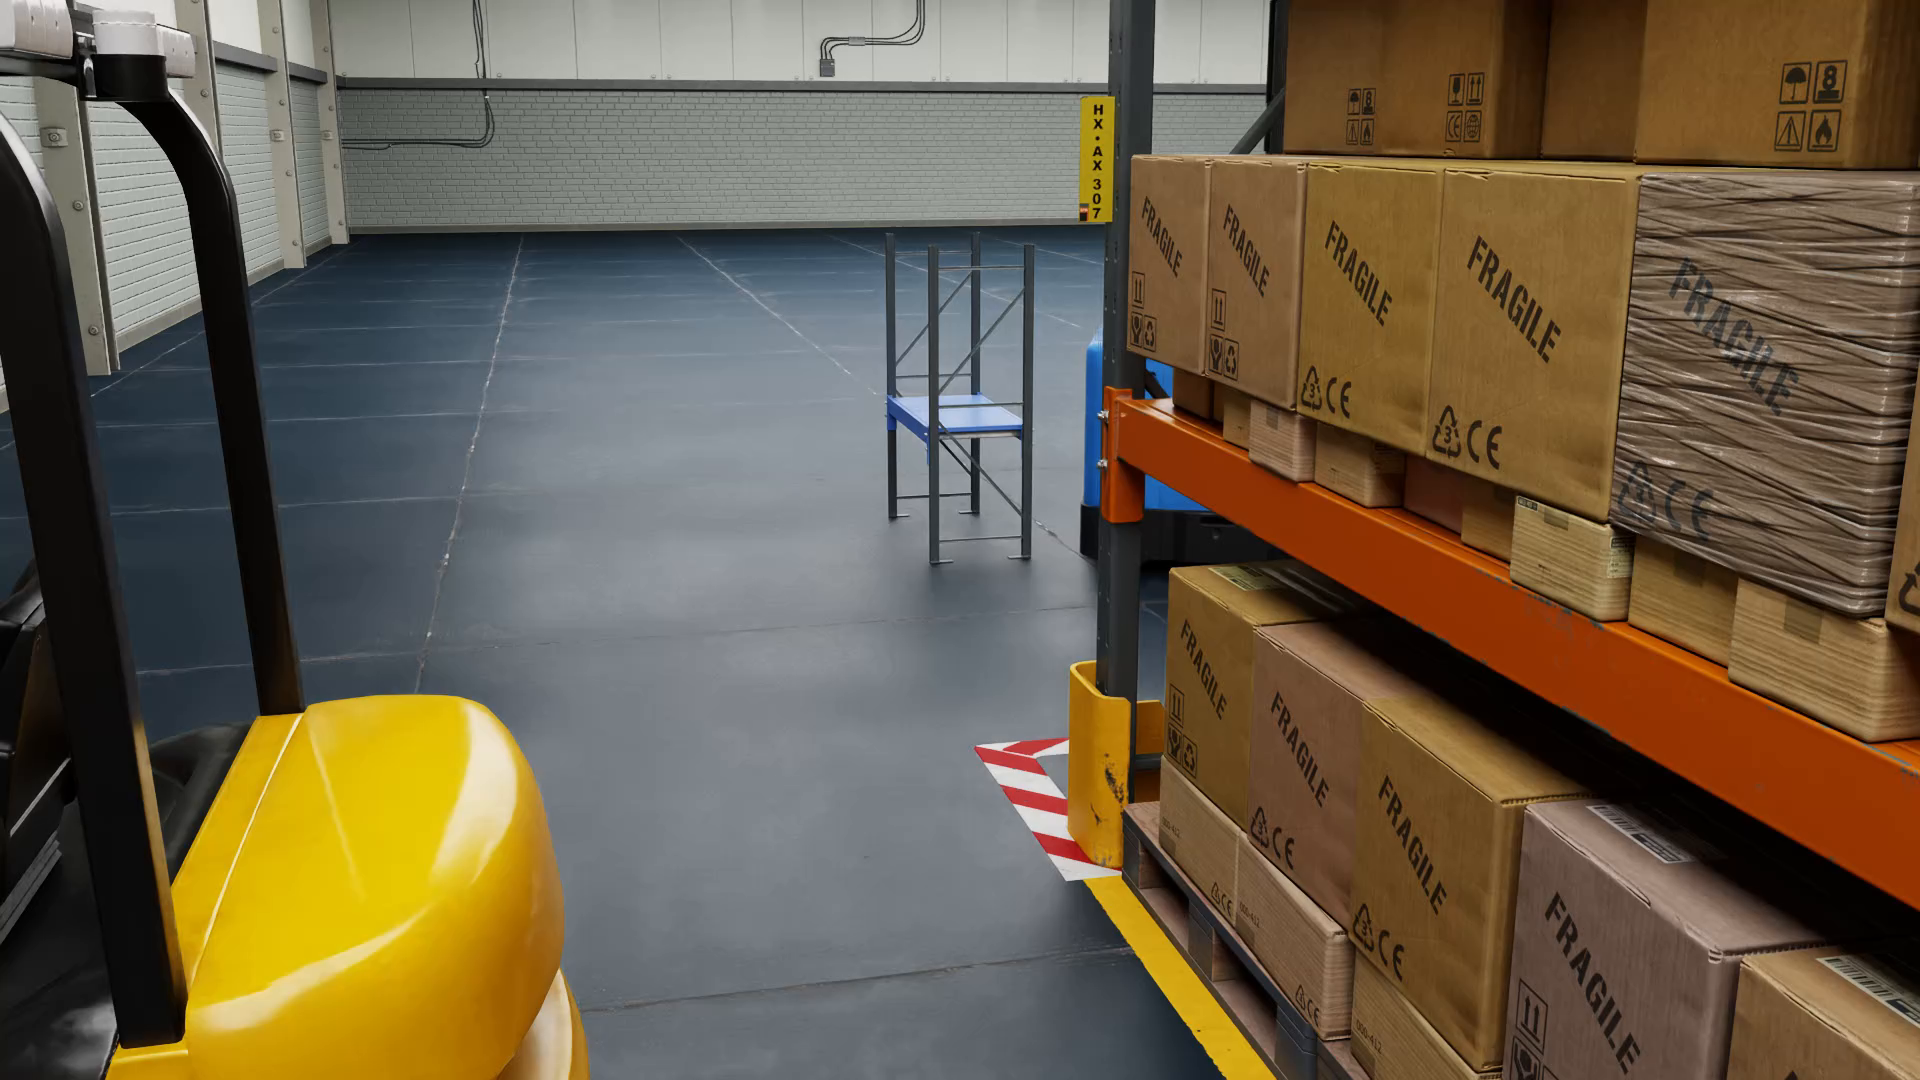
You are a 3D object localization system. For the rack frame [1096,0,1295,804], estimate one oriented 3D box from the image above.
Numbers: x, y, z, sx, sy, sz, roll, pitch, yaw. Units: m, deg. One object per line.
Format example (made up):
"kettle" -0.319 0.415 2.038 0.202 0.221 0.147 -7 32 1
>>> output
"rack frame" 0.895 -0.623 4.657 1.000 3.000 0.127 -3 14 -13

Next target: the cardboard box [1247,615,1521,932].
"cardboard box" 0.949 0.472 3.505 0.500 0.500 0.500 -4 14 -15

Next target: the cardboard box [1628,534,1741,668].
"cardboard box" 1.190 0.070 2.351 0.380 0.149 0.250 -4 14 -14

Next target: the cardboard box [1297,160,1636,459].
"cardboard box" 0.982 -0.455 3.130 0.500 0.500 0.500 -4 14 -14

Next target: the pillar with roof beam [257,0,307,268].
"pillar with roof beam" -6.093 -8.826 25.590 9.100 9.000 0.400 -3 14 -13

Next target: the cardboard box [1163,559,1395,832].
"cardboard box" 0.822 0.351 3.997 0.500 0.500 0.500 -4 14 -15

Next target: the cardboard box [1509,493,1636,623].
"cardboard box" 1.094 0.012 2.585 0.380 0.149 0.250 -3 14 -13

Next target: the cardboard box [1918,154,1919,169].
"cardboard box" 1.752 -0.729 2.147 0.700 0.500 0.500 -4 14 -14

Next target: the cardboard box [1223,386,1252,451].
"cardboard box" 0.830 -0.288 3.815 0.380 0.149 0.250 -4 14 -15

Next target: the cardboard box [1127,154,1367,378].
"cardboard box" 0.737 -0.691 4.099 0.500 0.500 0.500 -4 14 -14

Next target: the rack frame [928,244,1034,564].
"rack frame" 0.099 -0.631 7.850 0.500 1.500 0.032 -3 14 -13

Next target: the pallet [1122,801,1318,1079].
"pallet" 1.069 0.938 4.141 1.003 0.211 1.213 -3 14 -13

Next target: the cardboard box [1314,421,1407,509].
"cardboard box" 0.939 -0.169 3.328 0.380 0.149 0.250 -3 14 -12

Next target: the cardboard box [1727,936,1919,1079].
"cardboard box" 1.314 0.828 2.045 0.500 0.500 0.500 -3 14 -12

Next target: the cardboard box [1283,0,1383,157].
"cardboard box" 1.227 -1.196 4.059 0.700 0.500 0.500 -4 14 -15

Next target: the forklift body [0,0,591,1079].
"forklift body" -1.710 0.403 2.247 2.313 2.155 1.214 -3 14 -13

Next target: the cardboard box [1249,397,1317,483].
"cardboard box" 0.845 -0.227 3.565 0.380 0.149 0.250 -3 14 -12

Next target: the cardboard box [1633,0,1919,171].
"cardboard box" 1.541 -0.844 2.618 0.700 0.500 0.500 -3 14 -14

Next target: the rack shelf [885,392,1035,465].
"rack shelf" -0.020 -0.574 8.372 0.538 0.185 1.000 -3 14 -13

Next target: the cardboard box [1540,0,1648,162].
"cardboard box" 1.559 -0.967 3.121 0.700 0.500 0.500 -3 14 -14

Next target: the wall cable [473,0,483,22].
"wall cable" -8.464 -11.819 33.744 3.097 2.526 0.112 -3 14 -13

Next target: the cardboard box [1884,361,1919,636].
"cardboard box" 1.361 -0.100 1.680 0.500 0.500 0.500 -3 14 -11

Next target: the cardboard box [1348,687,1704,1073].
"cardboard box" 1.059 0.588 3.029 0.500 0.500 0.500 -3 14 -12

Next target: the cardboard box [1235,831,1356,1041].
"cardboard box" 0.928 0.828 3.625 0.500 0.250 0.500 -3 14 -11

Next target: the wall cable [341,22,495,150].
"wall cable" -11.094 -9.215 33.726 3.097 2.526 0.112 -3 14 -13

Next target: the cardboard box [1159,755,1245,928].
"cardboard box" 0.816 0.710 4.109 0.500 0.250 0.500 -3 14 -14

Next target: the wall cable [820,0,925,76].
"wall cable" -1.862 -12.901 35.105 2.305 6.003 0.169 -3 14 -13

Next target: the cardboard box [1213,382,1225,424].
"cardboard box" 0.847 -0.354 4.084 0.380 0.149 0.250 -3 14 -12

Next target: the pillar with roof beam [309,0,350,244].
"pillar with roof beam" -7.503 -10.210 31.256 9.100 9.000 0.400 -3 14 -13

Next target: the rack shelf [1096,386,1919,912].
"rack shelf" 1.365 0.188 2.854 1.077 0.370 4.000 -3 14 -13

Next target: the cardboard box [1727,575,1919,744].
"cardboard box" 1.221 0.130 2.102 0.380 0.149 0.250 -3 14 -14

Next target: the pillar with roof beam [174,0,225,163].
"pillar with roof beam" -4.684 -7.441 19.925 9.100 9.000 0.400 -3 14 -13

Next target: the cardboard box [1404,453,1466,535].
"cardboard box" 1.059 -0.111 3.092 0.380 0.149 0.250 -3 14 -11

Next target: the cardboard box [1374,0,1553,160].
"cardboard box" 1.339 -1.079 3.579 0.700 0.500 0.500 -3 14 -13

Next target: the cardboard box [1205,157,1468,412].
"cardboard box" 0.861 -0.572 3.611 0.500 0.500 0.500 -3 14 -11

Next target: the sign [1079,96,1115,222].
"sign" 0.368 -1.013 4.430 0.100 0.325 0.005 -3 14 -13

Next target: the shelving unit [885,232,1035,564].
"shelving unit" -0.020 -0.748 8.330 0.538 1.500 1.048 -3 14 -13

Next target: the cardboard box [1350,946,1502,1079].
"cardboard box" 1.069 0.954 3.113 0.500 0.250 0.500 -2 14 -9

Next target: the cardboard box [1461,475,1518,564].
"cardboard box" 1.092 -0.049 2.836 0.380 0.149 0.250 -4 14 -15

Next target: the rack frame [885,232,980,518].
"rack frame" -0.139 -0.866 8.810 0.500 1.500 0.032 -3 14 -13

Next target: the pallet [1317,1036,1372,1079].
"pallet" 1.352 1.219 2.991 1.003 0.211 1.213 -3 14 -13

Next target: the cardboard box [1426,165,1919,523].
"cardboard box" 1.110 -0.338 2.652 0.500 0.500 0.500 -4 14 -14

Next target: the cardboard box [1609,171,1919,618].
"cardboard box" 1.235 -0.220 2.169 0.500 0.500 0.500 -3 14 -12

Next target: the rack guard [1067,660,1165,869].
"rack guard" 0.913 0.609 4.882 1.175 0.500 0.348 -3 14 -13

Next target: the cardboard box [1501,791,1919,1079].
"cardboard box" 1.193 0.711 2.526 0.500 0.500 0.500 -3 14 -10

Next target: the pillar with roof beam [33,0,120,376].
"pillar with roof beam" -3.275 -6.057 14.259 9.100 9.000 0.400 -3 14 -13

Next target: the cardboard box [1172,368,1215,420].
"cardboard box" 0.774 -0.411 4.319 0.380 0.149 0.250 -3 14 -13

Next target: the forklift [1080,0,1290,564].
"forklift" 2.130 -1.345 7.756 3.031 2.935 1.130 2 14 8
